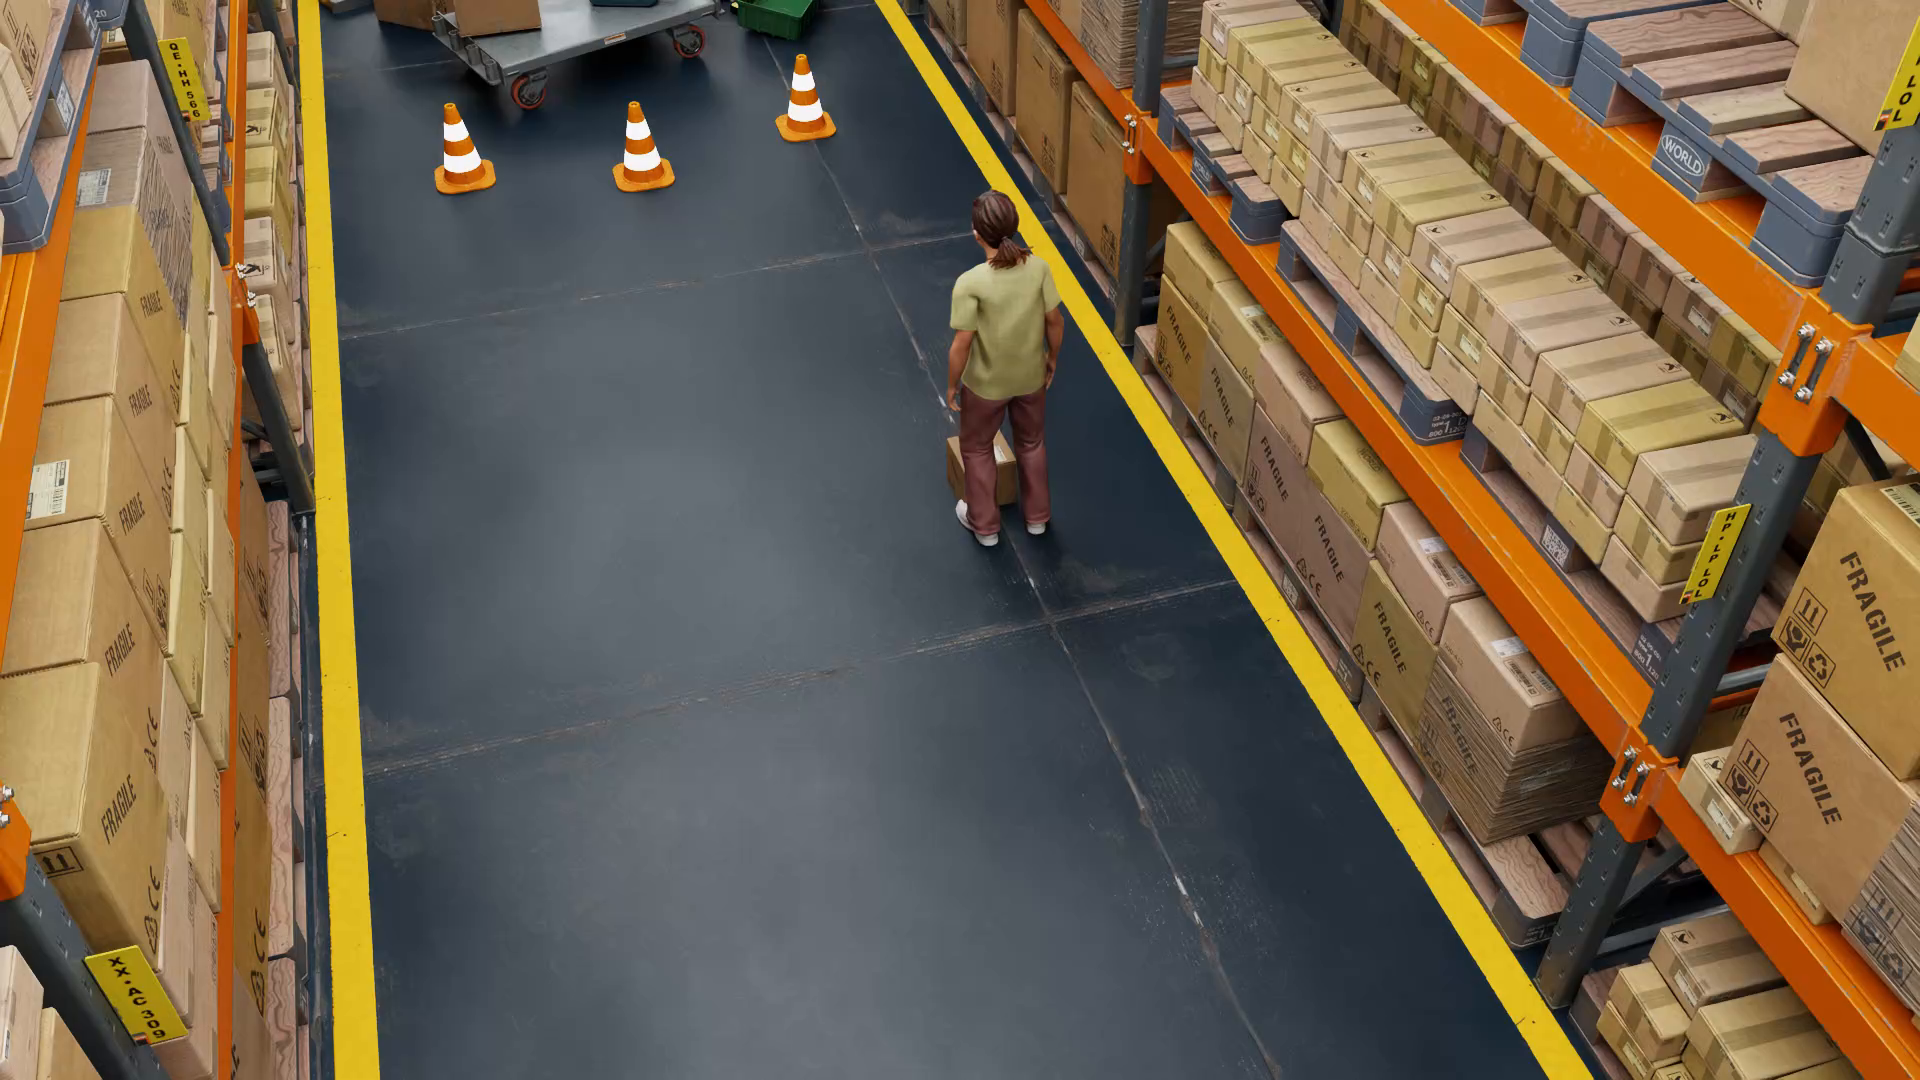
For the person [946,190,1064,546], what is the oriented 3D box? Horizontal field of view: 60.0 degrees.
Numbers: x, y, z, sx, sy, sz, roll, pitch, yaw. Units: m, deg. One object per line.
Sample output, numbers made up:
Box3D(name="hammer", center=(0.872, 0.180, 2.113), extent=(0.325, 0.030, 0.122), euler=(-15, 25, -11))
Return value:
Box3D(name="person", center=(0.176, -0.674, 6.916), extent=(0.517, 1.651, 0.363), euler=(-15, 44, -15))
